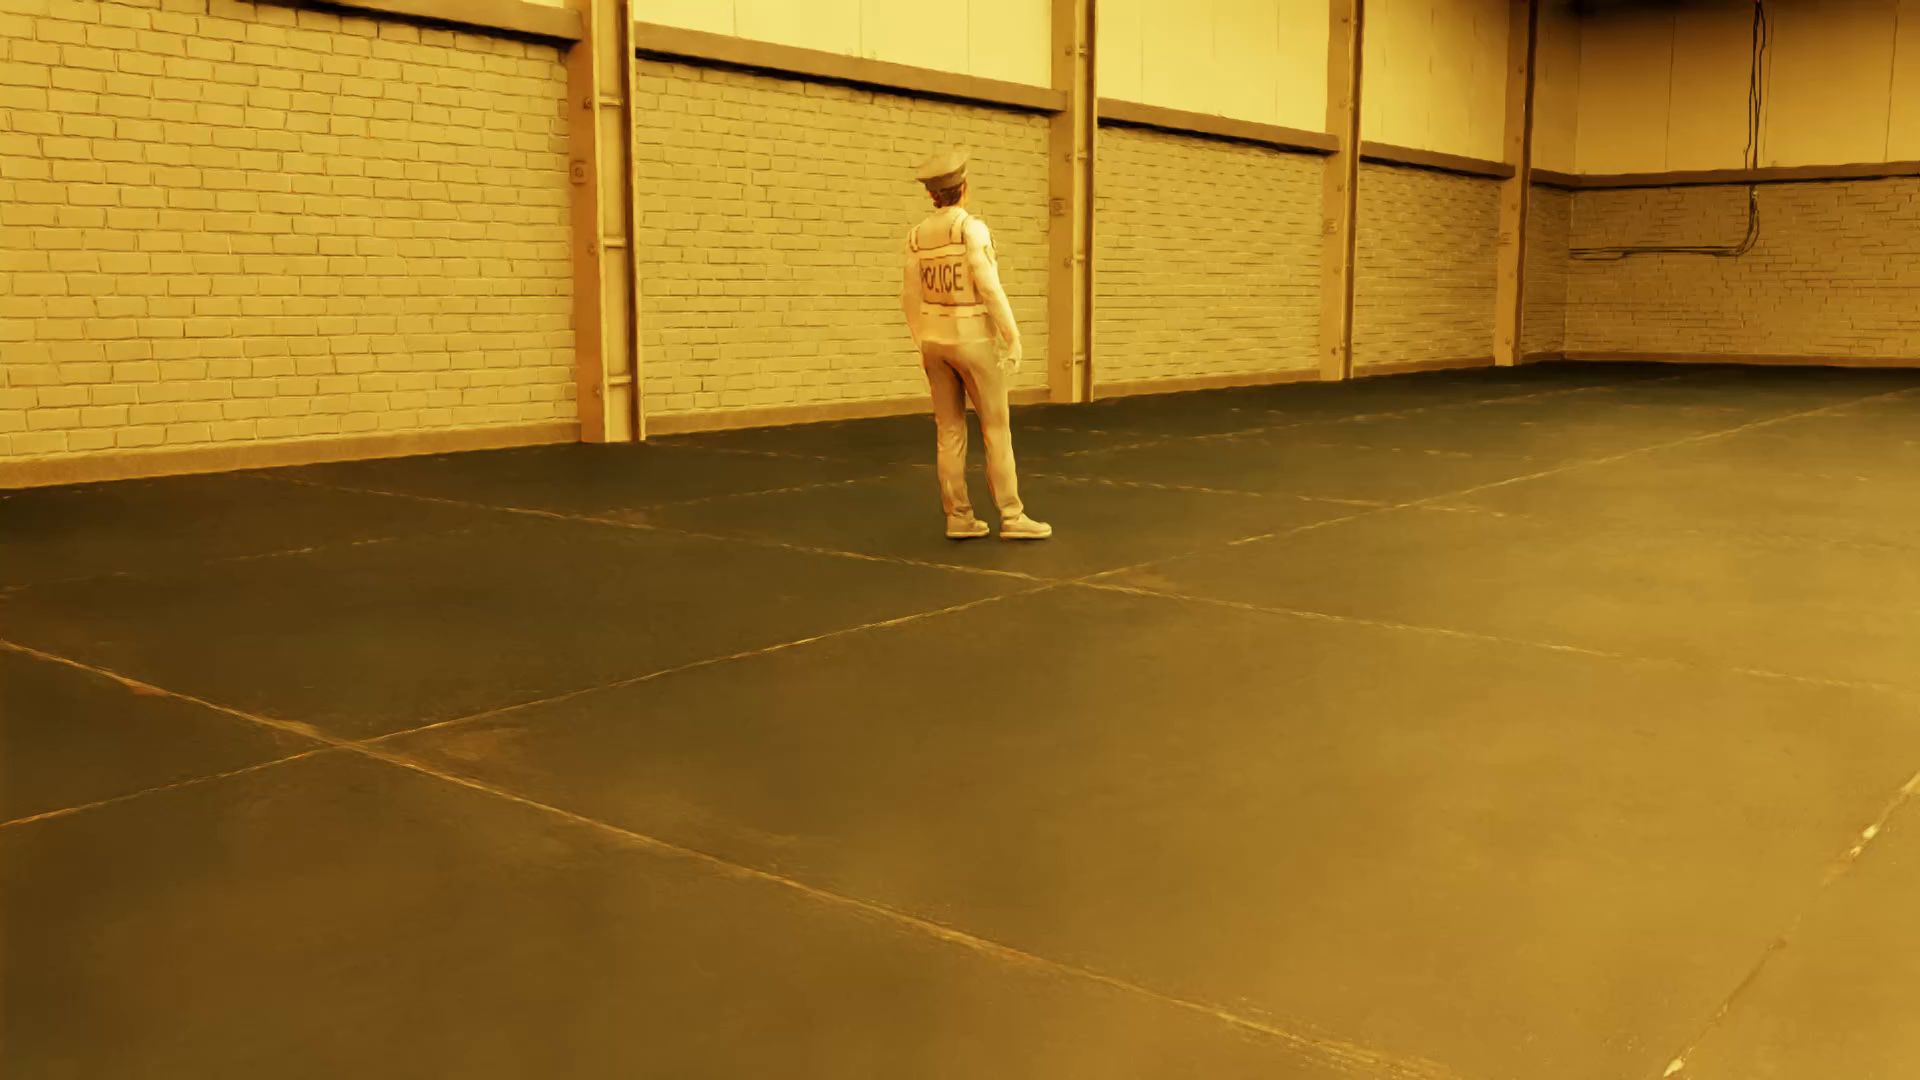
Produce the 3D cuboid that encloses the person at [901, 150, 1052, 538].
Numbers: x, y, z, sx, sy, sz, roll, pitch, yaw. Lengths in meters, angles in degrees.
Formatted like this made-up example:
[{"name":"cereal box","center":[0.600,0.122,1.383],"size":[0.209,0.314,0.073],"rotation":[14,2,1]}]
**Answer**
[{"name":"person","center":[0.048,-0.853,7.329],"size":[0.586,1.695,0.533],"rotation":[7,11,38]}]
